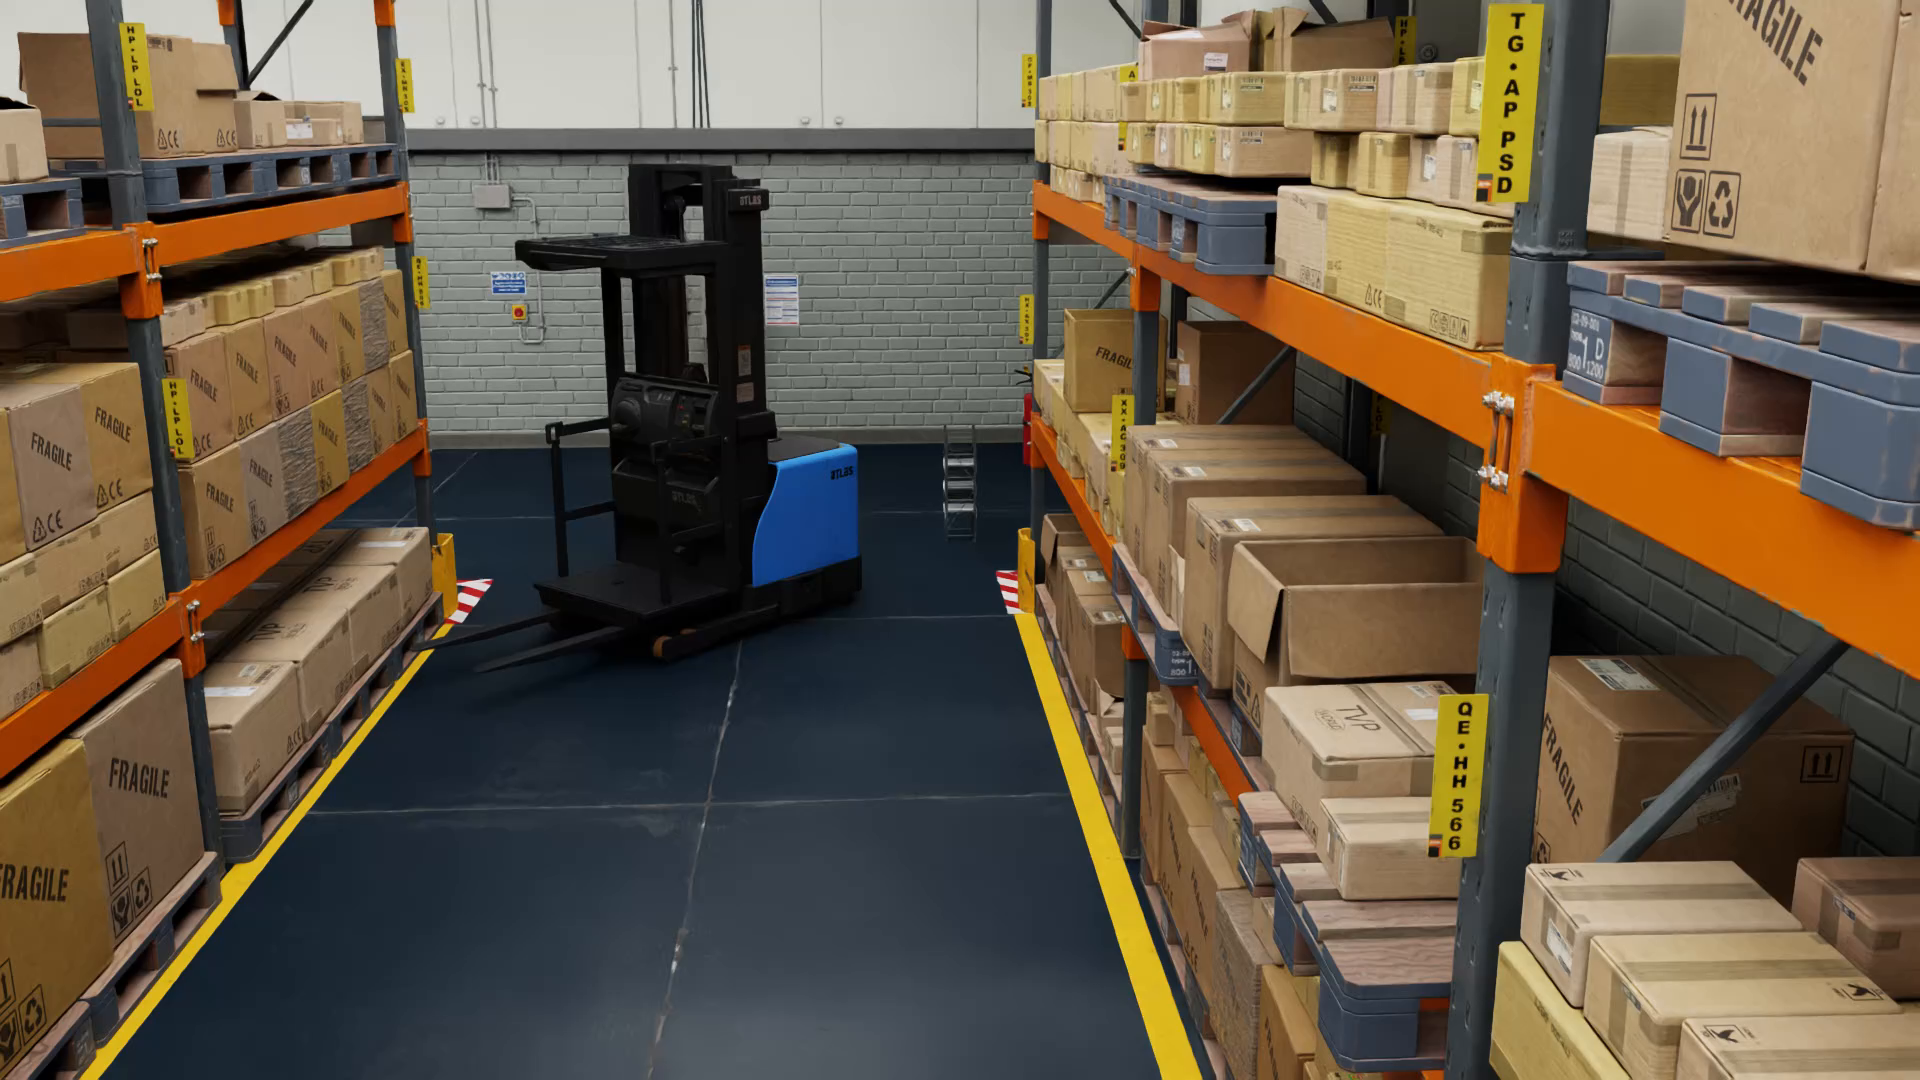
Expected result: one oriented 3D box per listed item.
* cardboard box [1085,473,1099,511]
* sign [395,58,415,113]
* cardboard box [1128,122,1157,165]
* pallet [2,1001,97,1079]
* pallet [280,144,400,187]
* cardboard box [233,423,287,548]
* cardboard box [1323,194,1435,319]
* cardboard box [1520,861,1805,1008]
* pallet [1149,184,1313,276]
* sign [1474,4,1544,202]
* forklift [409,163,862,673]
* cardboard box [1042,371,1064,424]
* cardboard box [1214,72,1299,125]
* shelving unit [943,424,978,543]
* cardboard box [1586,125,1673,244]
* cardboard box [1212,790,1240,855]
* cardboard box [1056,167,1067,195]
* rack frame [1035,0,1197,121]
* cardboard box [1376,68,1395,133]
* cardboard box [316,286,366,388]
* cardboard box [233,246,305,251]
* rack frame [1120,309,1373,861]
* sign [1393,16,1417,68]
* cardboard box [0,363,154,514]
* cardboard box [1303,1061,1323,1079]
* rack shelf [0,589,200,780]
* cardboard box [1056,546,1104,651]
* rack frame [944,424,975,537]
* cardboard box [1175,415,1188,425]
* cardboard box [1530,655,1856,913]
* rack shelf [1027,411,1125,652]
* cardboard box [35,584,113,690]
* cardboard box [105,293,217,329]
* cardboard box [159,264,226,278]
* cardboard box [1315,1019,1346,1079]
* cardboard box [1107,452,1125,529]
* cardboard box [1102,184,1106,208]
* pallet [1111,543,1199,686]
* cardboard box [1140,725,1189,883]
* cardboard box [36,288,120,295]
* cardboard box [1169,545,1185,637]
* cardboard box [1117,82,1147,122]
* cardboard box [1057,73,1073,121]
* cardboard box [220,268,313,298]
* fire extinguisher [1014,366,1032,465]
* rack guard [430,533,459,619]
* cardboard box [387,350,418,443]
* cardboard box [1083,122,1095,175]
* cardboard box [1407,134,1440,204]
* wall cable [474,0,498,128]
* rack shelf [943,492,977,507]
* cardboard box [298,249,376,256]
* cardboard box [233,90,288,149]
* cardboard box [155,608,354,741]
[{"bbox_3d":[0.847,-0.250,8.484,0.380,0.149,0.250,-1,14,-4],"label":"cardboard box"},{"bbox_3d":[-3.430,-2.804,10.269,0.100,0.325,0.005,-1,14,-3],"label":"sign"},{"bbox_3d":[0.832,-1.477,6.187,0.380,0.149,0.250,-1,14,-3],"label":"cardboard box"},{"bbox_3d":[-3.523,1.884,5.281,1.003,0.211,1.213,-1,14,-3],"label":"pallet"},{"bbox_3d":[-3.916,-2.182,9.645,1.003,0.211,1.213,-1,14,-3],"label":"pallet"},{"bbox_3d":[-3.519,-0.256,7.801,0.500,0.500,0.500,-1,14,-3],"label":"cardboard box"},{"bbox_3d":[1.171,-0.673,3.905,0.500,0.250,0.500,-1,14,-3],"label":"cardboard box"},{"bbox_3d":[1.203,0.677,2.873,0.380,0.149,0.250,0,14,-2],"label":"cardboard box"},{"bbox_3d":[1.267,-0.980,5.172,1.213,0.211,1.003,-1,14,-3],"label":"pallet"},{"bbox_3d":[0.936,-0.740,2.824,0.100,0.325,0.005,-1,14,-3],"label":"sign"},{"bbox_3d":[-1.994,-0.810,10.292,1.130,2.935,3.031,11,18,38],"label":"forklift"},{"bbox_3d":[0.772,-0.863,10.065,0.500,0.250,0.500,-1,14,-3],"label":"cardboard box"},{"bbox_3d":[0.964,-1.303,4.914,0.380,0.149,0.250,-1,14,-3],"label":"cardboard box"},{"bbox_3d":[-0.001,-0.438,12.922,0.258,0.900,0.210,-1,14,-3],"label":"shelving unit"},{"bbox_3d":[1.196,-0.544,2.528,0.380,0.166,0.250,-1,14,-4],"label":"cardboard box"},{"bbox_3d":[1.117,1.009,5.956,0.380,0.149,0.250,-1,14,-4],"label":"cardboard box"},{"bbox_3d":[0.747,-2.025,9.360,0.380,0.149,0.250,-1,14,-4],"label":"cardboard box"},{"bbox_3d":[0.982,-3.939,10.278,1.000,3.000,0.127,-1,14,-3],"label":"rack frame"},{"bbox_3d":[1.209,-1.039,3.928,0.380,0.149,0.250,-1,14,-4],"label":"cardboard box"},{"bbox_3d":[-3.616,-1.120,9.153,0.500,0.500,0.500,-1,14,-4],"label":"cardboard box"},{"bbox_3d":[-4.227,-1.711,10.146,0.380,0.149,0.250,-1,14,-2],"label":"cardboard box"},{"bbox_3d":[1.229,-0.039,7.159,1.000,3.000,0.127,-1,14,-3],"label":"rack frame"},{"bbox_3d":[1.783,-1.942,6.708,0.100,0.325,0.005,-1,14,-3],"label":"sign"},{"bbox_3d":[-3.446,-0.387,6.304,0.500,0.500,0.500,0,14,-2],"label":"cardboard box"},{"bbox_3d":[1.216,1.736,4.432,0.500,0.500,0.500,-1,14,-4],"label":"cardboard box"},{"bbox_3d":[-3.601,0.884,5.014,1.077,0.370,4.000,-1,14,-3],"label":"rack shelf"},{"bbox_3d":[0.939,0.340,9.859,0.700,0.500,0.500,0,14,-1],"label":"cardboard box"},{"bbox_3d":[-0.007,-0.463,13.020,0.240,0.900,0.006,-1,14,-3],"label":"rack frame"},{"bbox_3d":[1.400,-0.491,8.619,0.500,0.250,0.500,-1,14,-2],"label":"cardboard box"},{"bbox_3d":[1.601,0.573,3.735,0.500,0.500,0.500,0,14,-1],"label":"cardboard box"},{"bbox_3d":[1.106,-0.188,9.182,1.077,0.370,4.000,-1,14,-3],"label":"rack shelf"},{"bbox_3d":[-3.415,0.345,5.965,0.500,0.250,0.500,-1,14,-4],"label":"cardboard box"},{"bbox_3d":[-3.575,-1.017,7.452,0.380,0.149,0.250,-1,14,-4],"label":"cardboard box"},{"bbox_3d":[-4.161,-1.388,8.891,0.380,0.149,0.250,-1,14,-3],"label":"cardboard box"},{"bbox_3d":[1.174,1.396,4.452,0.380,0.149,0.250,-1,14,-5],"label":"cardboard box"},{"bbox_3d":[0.955,-0.233,7.618,0.500,0.250,0.500,-1,14,-2],"label":"cardboard box"},{"bbox_3d":[0.882,-1.644,7.881,0.380,0.149,0.250,-1,14,-4],"label":"cardboard box"},{"bbox_3d":[1.170,0.254,6.404,1.003,0.211,1.213,-1,14,-3],"label":"pallet"},{"bbox_3d":[1.035,1.092,6.937,0.500,0.500,0.500,0,14,-1],"label":"cardboard box"},{"bbox_3d":[-4.008,-1.072,7.665,0.380,0.149,0.250,-1,14,-4],"label":"cardboard box"},{"bbox_3d":[0.933,0.174,5.757,0.396,0.266,0.258,0,14,-1],"label":"cardboard box"},{"bbox_3d":[0.810,-1.685,6.399,0.380,0.149,0.250,0,14,-2],"label":"cardboard box"},{"bbox_3d":[0.816,-2.434,9.149,0.500,0.250,0.500,-1,14,-4],"label":"cardboard box"},{"bbox_3d":[-3.619,-1.335,8.686,0.380,0.149,0.250,0,14,-2],"label":"cardboard box"},{"bbox_3d":[0.511,-0.845,11.196,0.296,0.674,0.183,-1,14,-3],"label":"fire extinguisher"},{"bbox_3d":[-3.974,0.248,11.058,1.175,0.500,0.348,-1,14,-3],"label":"rack guard"},{"bbox_3d":[-3.678,-0.889,10.261,0.500,0.500,0.500,-1,14,-3],"label":"cardboard box"},{"bbox_3d":[0.887,-1.936,8.216,0.500,0.250,0.500,-1,14,-2],"label":"cardboard box"},{"bbox_3d":[1.228,-0.832,3.723,0.380,0.149,0.250,-1,14,-2],"label":"cardboard box"},{"bbox_3d":[-4.606,-5.272,15.458,0.463,3.000,0.029,-1,14,-3],"label":"wall cable"},{"bbox_3d":[-0.001,-0.318,12.953,0.258,0.077,0.200,-1,14,-3],"label":"rack shelf"},{"bbox_3d":[-3.710,-1.654,9.927,0.380,0.149,0.250,-1,14,-2],"label":"cardboard box"},{"bbox_3d":[-3.929,-2.245,8.846,0.500,0.311,0.500,-1,14,-2],"label":"cardboard box"},{"bbox_3d":[-3.712,0.695,8.603,0.875,0.438,0.875,-1,14,-5],"label":"cardboard box"}]
